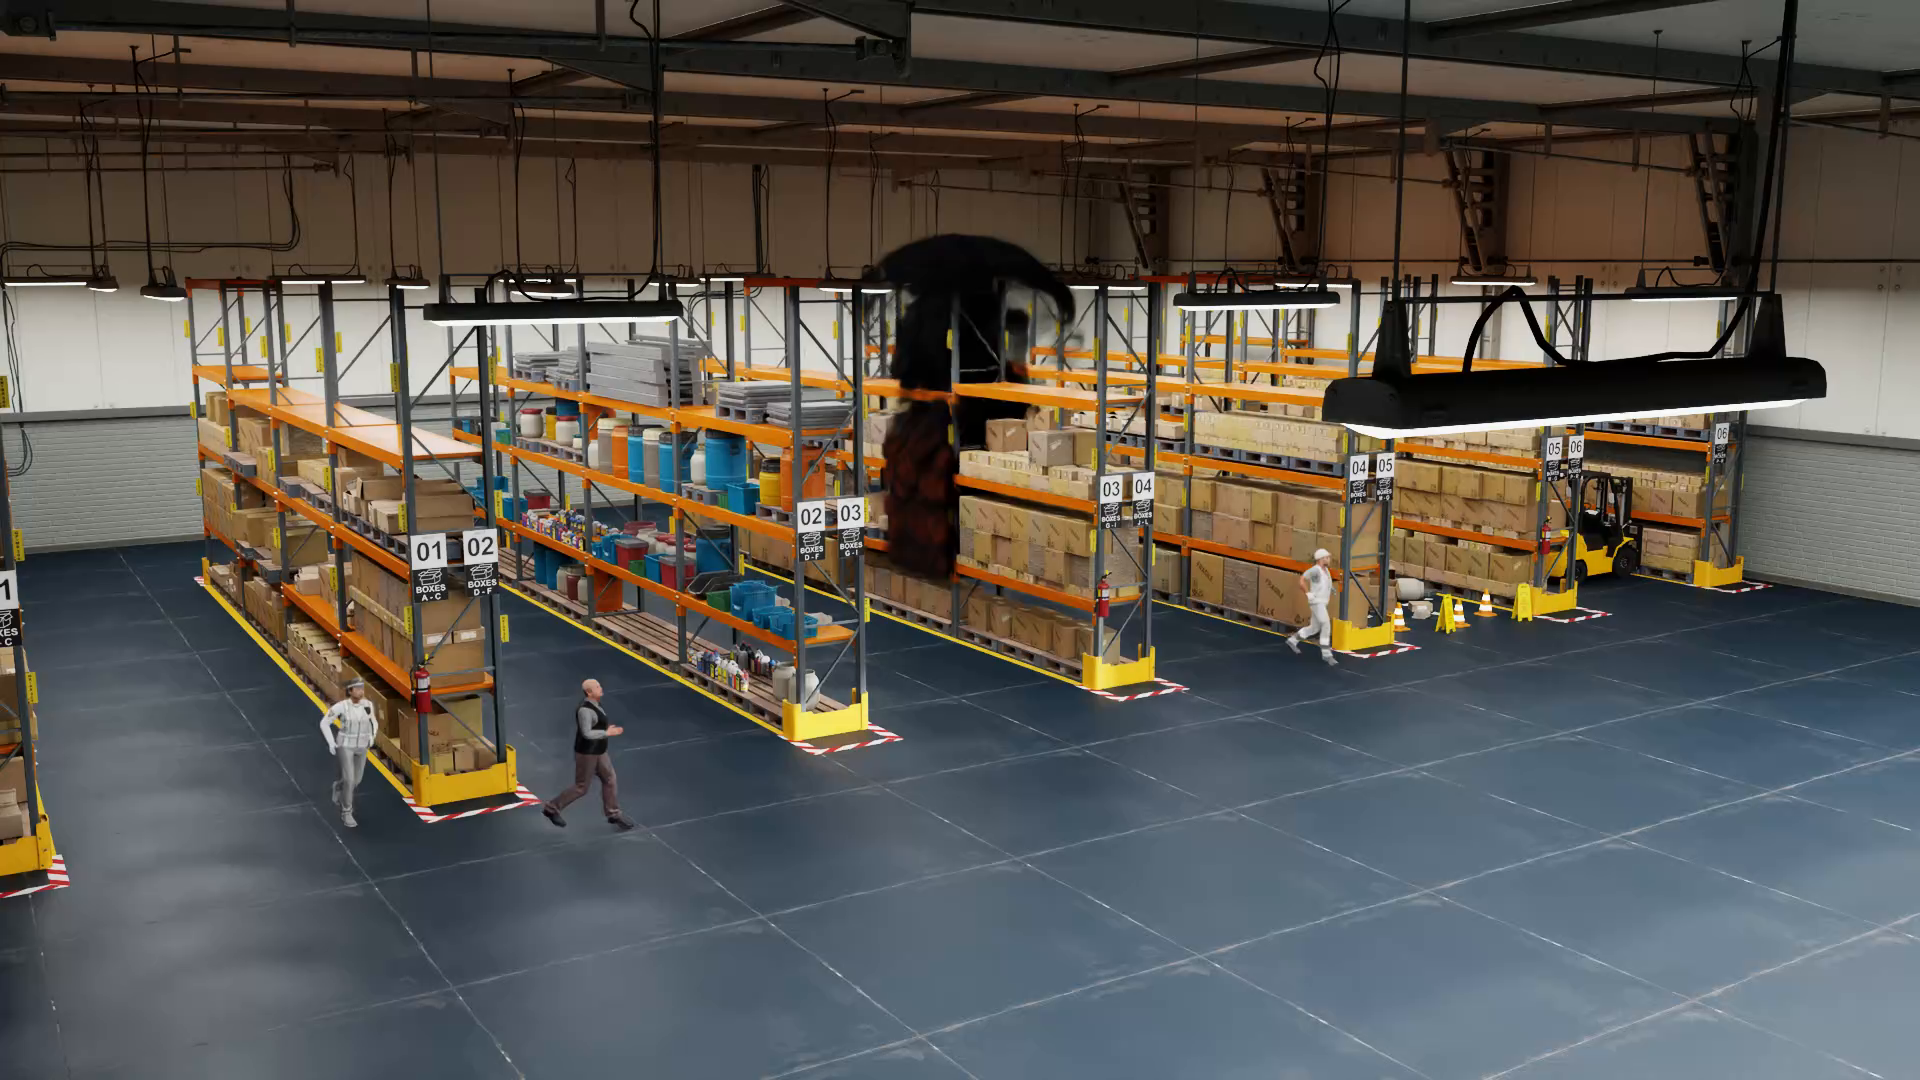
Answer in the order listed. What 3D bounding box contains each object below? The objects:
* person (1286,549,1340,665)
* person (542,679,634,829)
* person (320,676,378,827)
[{"bbox_3d":[5.710,1.038,26.586,0.939,1.787,0.716,6,11,30],"label":"person"},{"bbox_3d":[-4.167,2.402,18.574,0.966,1.747,0.667,0,10,0],"label":"person"},{"bbox_3d":[-6.971,2.373,19.054,0.646,1.660,0.723,-9,13,-43],"label":"person"}]
